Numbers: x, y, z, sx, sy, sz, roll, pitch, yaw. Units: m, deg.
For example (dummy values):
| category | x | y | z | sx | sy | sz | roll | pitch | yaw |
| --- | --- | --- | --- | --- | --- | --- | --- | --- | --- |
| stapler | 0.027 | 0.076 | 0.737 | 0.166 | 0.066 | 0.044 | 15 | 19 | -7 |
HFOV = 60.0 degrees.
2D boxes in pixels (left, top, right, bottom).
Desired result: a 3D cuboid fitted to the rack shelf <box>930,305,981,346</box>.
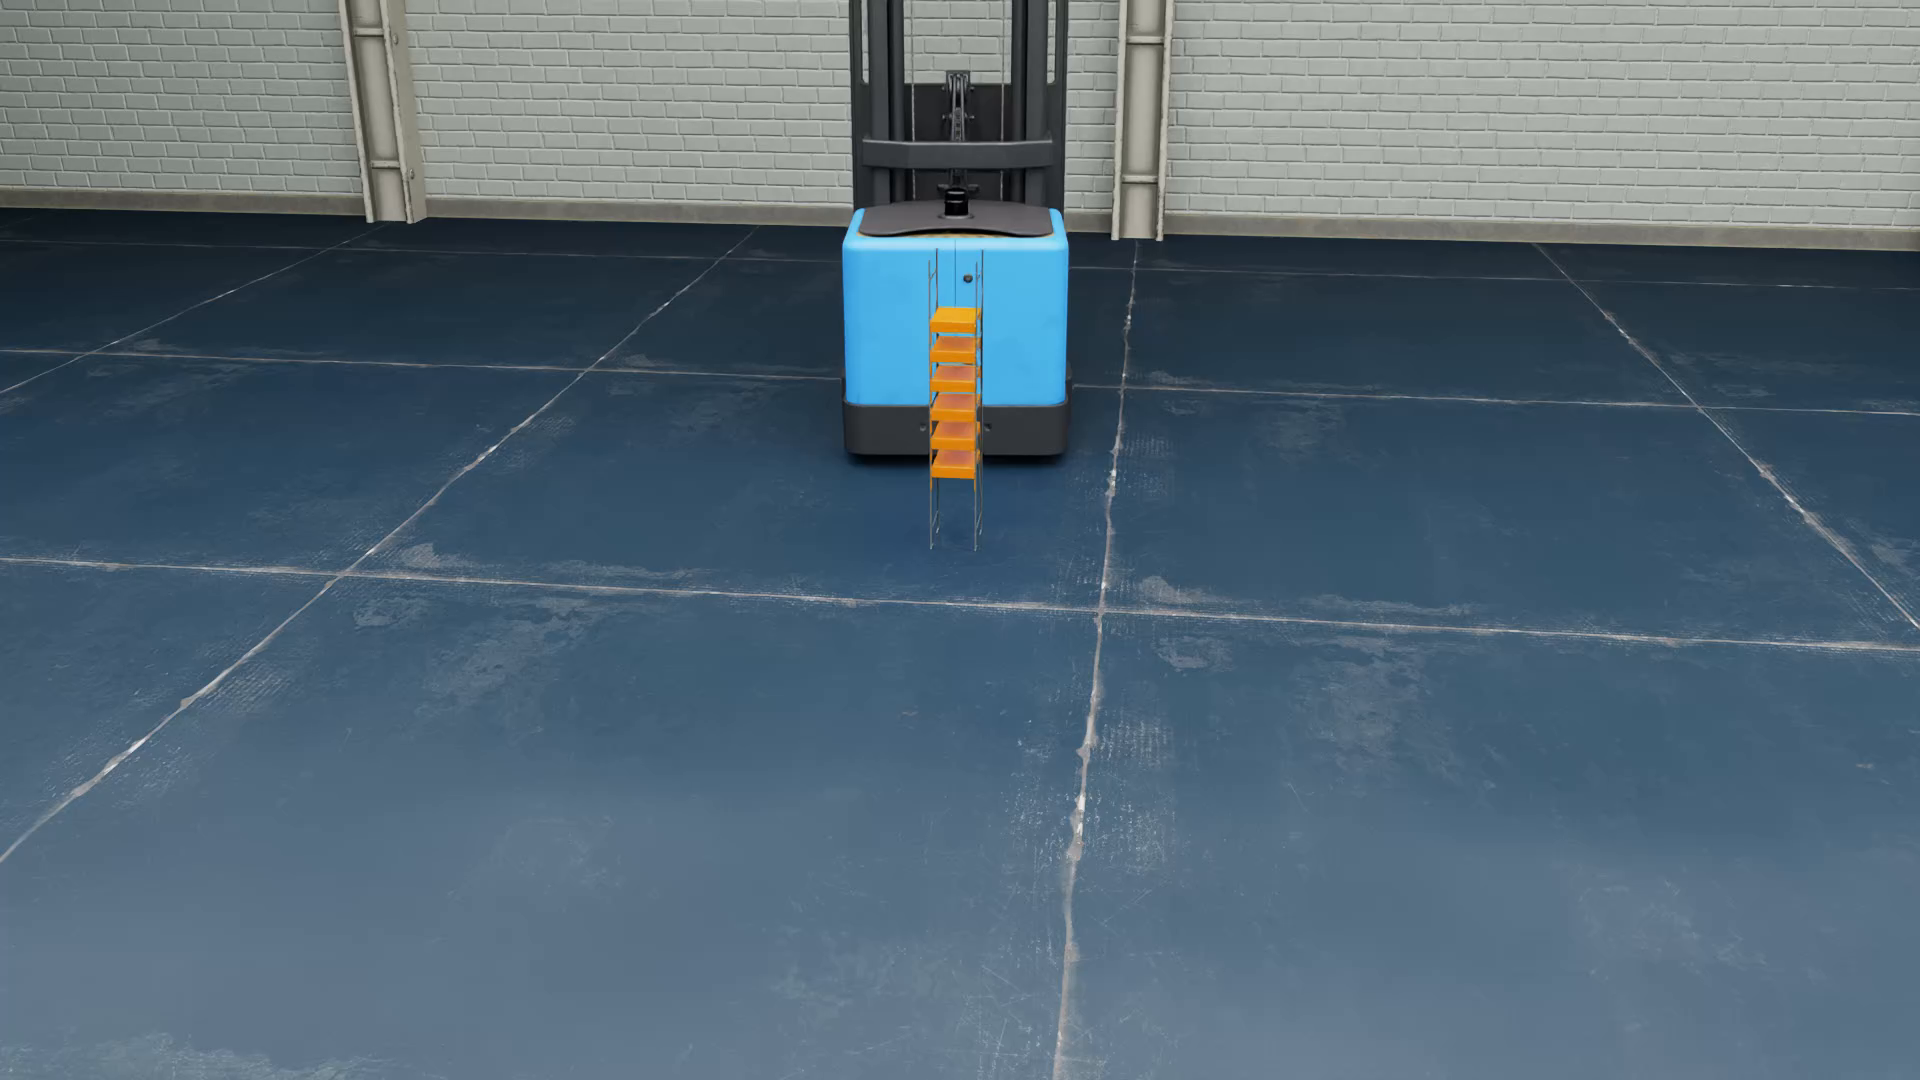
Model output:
| category | x | y | z | sx | sy | sz | roll | pitch | yaw |
| --- | --- | --- | --- | --- | --- | --- | --- | --- | --- |
| rack shelf | -0.014 | -0.852 | 6.605 | 0.180 | 0.103 | 0.258 | 2 | 22 | 6 |

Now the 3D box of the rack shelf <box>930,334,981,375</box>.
| category | x | y | z | sx | sy | sz | roll | pitch | yaw |
| --- | --- | --- | --- | --- | --- | --- | --- | --- | --- |
| rack shelf | -0.014 | -0.740 | 6.649 | 0.180 | 0.103 | 0.258 | 2 | 22 | 6 |

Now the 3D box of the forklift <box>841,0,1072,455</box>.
| category | x | y | z | sx | sy | sz | roll | pitch | yaw |
| --- | --- | --- | --- | --- | --- | --- | --- | --- | --- |
| forklift | -0.004 | -2.247 | 8.638 | 1.130 | 2.935 | 3.031 | 0 | 22 | 1 |

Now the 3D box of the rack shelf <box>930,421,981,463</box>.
| category | x | y | z | sx | sy | sz | roll | pitch | yaw |
| --- | --- | --- | --- | --- | --- | --- | --- | --- | --- |
| rack shelf | -0.014 | -0.406 | 6.781 | 0.180 | 0.103 | 0.258 | 2 | 22 | 6 |

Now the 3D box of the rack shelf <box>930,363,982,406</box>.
| category | x | y | z | sx | sy | sz | roll | pitch | yaw |
| --- | --- | --- | --- | --- | --- | --- | --- | --- | --- |
| rack shelf | -0.014 | -0.629 | 6.693 | 0.180 | 0.103 | 0.258 | 2 | 22 | 6 |

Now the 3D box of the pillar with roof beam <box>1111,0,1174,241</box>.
| category | x | y | z | sx | sy | sz | roll | pitch | yaw |
| --- | --- | --- | --- | --- | --- | --- | --- | --- | --- |
| pillar with roof beam | 0.870 | -4.968 | 7.266 | 0.400 | 9.000 | 9.100 | 2 | 22 | 6 |

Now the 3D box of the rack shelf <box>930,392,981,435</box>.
| category | x | y | z | sx | sy | sz | roll | pitch | yaw |
| --- | --- | --- | --- | --- | --- | --- | --- | --- | --- |
| rack shelf | -0.014 | -0.517 | 6.737 | 0.180 | 0.103 | 0.258 | 2 | 22 | 6 |

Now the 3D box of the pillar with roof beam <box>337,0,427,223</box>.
| category | x | y | z | sx | sy | sz | roll | pitch | yaw |
| --- | --- | --- | --- | --- | --- | --- | --- | --- | --- |
| pillar with roof beam | -5.089 | -5.227 | 7.922 | 0.400 | 9.000 | 9.100 | 2 | 22 | 6 |

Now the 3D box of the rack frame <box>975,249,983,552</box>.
| category | x | y | z | sx | sy | sz | roll | pitch | yaw |
| --- | --- | --- | --- | --- | --- | --- | --- | --- | --- |
| rack frame | 0.076 | -0.555 | 6.711 | 0.006 | 1.200 | 0.240 | 2 | 22 | 6 |

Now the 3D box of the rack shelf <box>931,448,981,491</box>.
| category | x | y | z | sx | sy | sz | roll | pitch | yaw |
| --- | --- | --- | --- | --- | --- | --- | --- | --- | --- |
| rack shelf | -0.014 | -0.294 | 6.825 | 0.180 | 0.103 | 0.258 | 2 | 22 | 6 |

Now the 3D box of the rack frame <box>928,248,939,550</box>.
| category | x | y | z | sx | sy | sz | roll | pitch | yaw |
| --- | --- | --- | --- | --- | --- | --- | --- | --- | --- |
| rack frame | -0.105 | -0.563 | 6.731 | 0.006 | 1.200 | 0.240 | 2 | 22 | 6 |

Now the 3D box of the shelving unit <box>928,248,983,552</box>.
| category | x | y | z | sx | sy | sz | roll | pitch | yaw |
| --- | --- | --- | --- | --- | --- | --- | --- | --- | --- |
| shelving unit | -0.014 | -0.559 | 6.721 | 0.189 | 1.200 | 0.258 | 2 | 22 | 6 |
